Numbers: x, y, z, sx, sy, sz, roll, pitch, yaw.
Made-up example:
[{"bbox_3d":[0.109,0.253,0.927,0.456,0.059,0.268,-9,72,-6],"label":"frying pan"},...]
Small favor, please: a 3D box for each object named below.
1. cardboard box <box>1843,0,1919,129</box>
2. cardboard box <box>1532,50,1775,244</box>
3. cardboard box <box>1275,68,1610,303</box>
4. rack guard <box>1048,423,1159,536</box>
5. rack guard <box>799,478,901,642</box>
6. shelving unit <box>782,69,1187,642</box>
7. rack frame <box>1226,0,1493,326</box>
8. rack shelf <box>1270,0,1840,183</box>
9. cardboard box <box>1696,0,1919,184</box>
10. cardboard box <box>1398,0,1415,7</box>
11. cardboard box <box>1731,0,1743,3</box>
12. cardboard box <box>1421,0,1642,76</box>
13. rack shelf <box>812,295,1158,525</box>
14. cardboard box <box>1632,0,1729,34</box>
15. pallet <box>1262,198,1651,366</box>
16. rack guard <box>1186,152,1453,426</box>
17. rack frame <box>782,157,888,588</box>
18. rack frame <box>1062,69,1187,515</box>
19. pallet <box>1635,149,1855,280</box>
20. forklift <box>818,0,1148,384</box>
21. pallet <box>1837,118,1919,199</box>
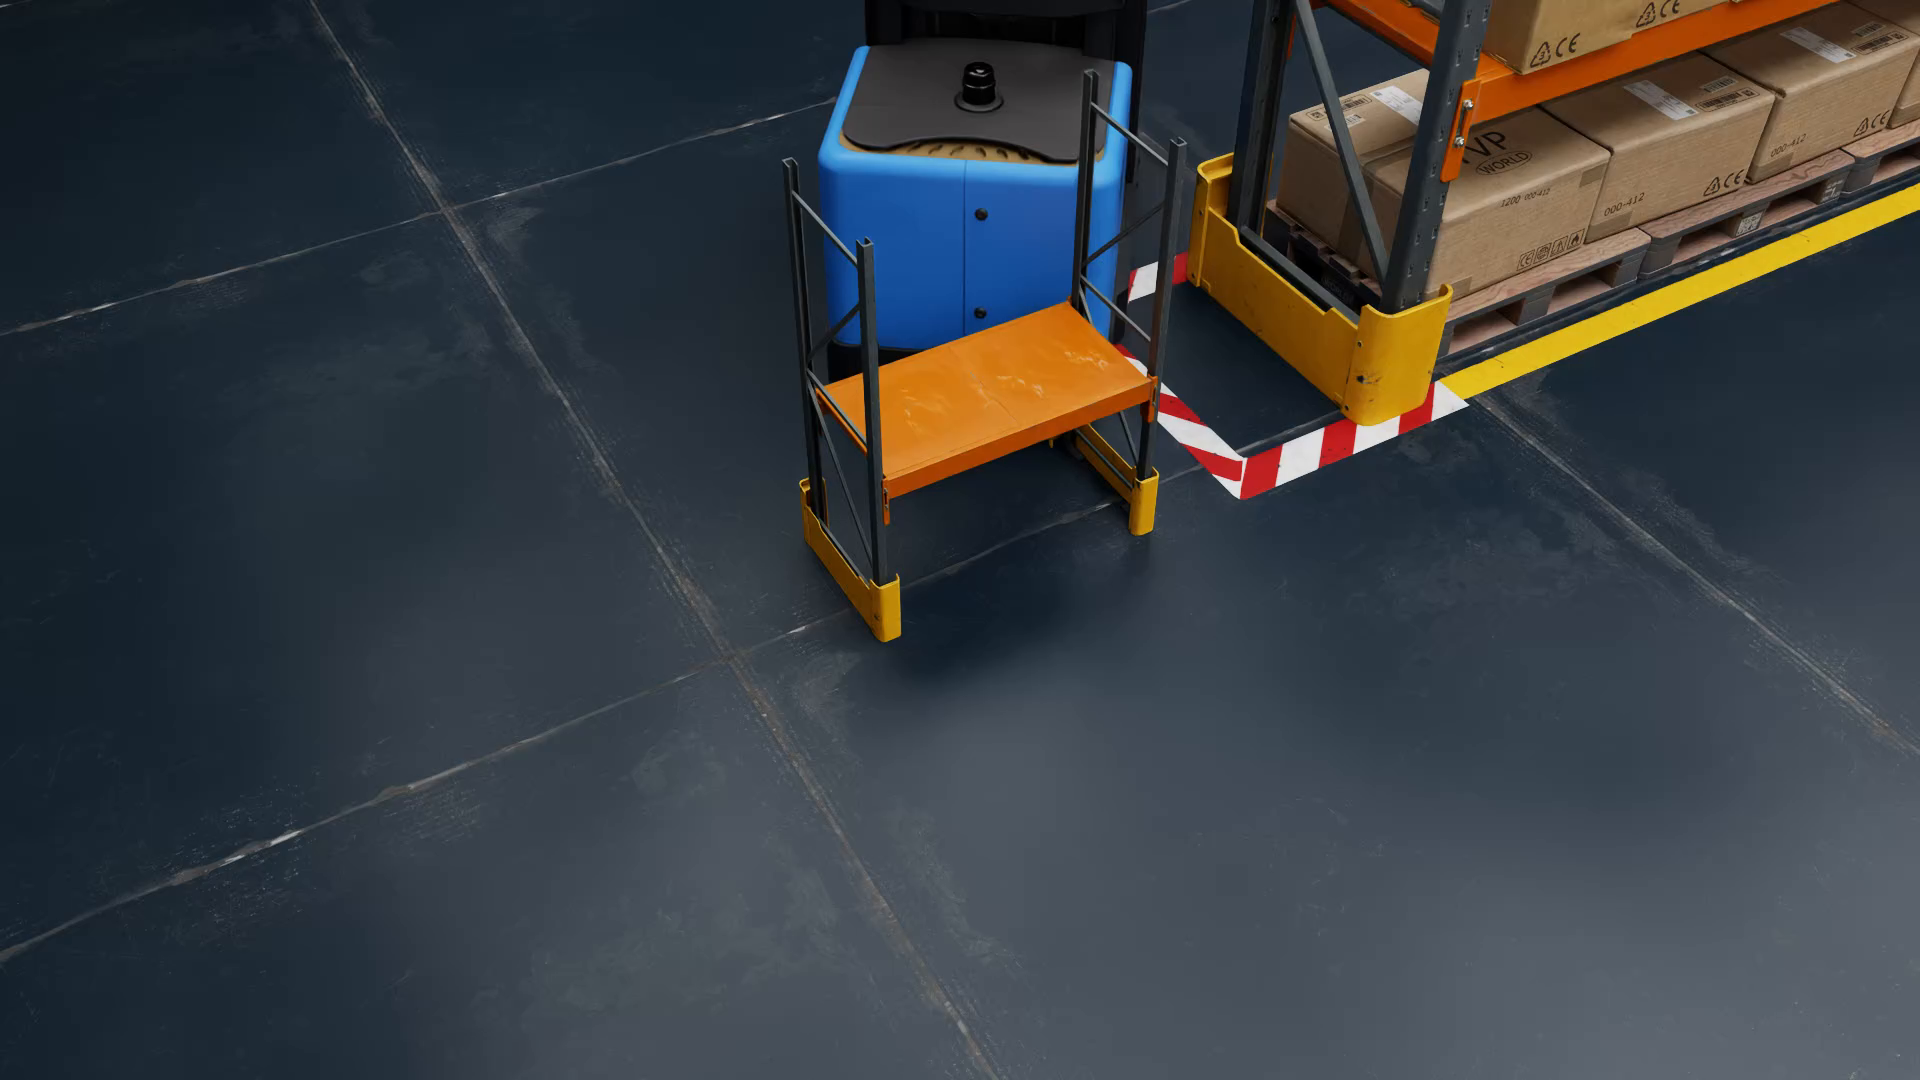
[{"bbox_3d":[4.240,-2.369,7.576,0.875,0.438,0.875,-22,48,-21],"label":"cardboard box"},{"bbox_3d":[2.682,-1.747,6.934,0.875,0.438,0.875,-21,48,-20],"label":"cardboard box"},{"bbox_3d":[1.892,-1.424,6.602,0.875,0.438,0.875,-23,49,-22],"label":"cardboard box"},{"bbox_3d":[0.498,-0.289,5.868,0.087,0.250,0.587,-22,48,-21],"label":"rack guard"},{"bbox_3d":[-0.366,0.057,5.512,0.087,0.250,0.587,-22,48,-21],"label":"rack guard"},{"bbox_3d":[0.066,-0.565,5.255,1.083,1.500,0.587,-22,48,-21],"label":"shelving unit"},{"bbox_3d":[1.370,-1.903,5.558,0.127,3.000,1.000,-22,48,-21],"label":"rack frame"},{"bbox_3d":[3.104,-2.339,6.523,4.000,0.370,1.077,-22,48,-21],"label":"rack shelf"},{"bbox_3d":[3.464,-2.059,7.255,0.875,0.438,0.875,-23,49,-22],"label":"cardboard box"},{"bbox_3d":[1.656,-2.267,5.860,0.500,0.500,0.500,-22,48,-21],"label":"cardboard box"},{"bbox_3d":[2.804,-2.290,5.884,0.500,0.500,0.500,-22,48,-21],"label":"cardboard box"},{"bbox_3d":[1.929,-1.933,5.516,0.500,0.500,0.500,-22,48,-21],"label":"cardboard box"},{"bbox_3d":[0.074,-0.439,5.383,1.000,0.185,0.538,-22,48,-21],"label":"rack shelf"},{"bbox_3d":[2.354,-2.125,5.714,0.500,0.500,0.500,-22,48,-21],"label":"cardboard box"},{"bbox_3d":[2.024,-1.227,6.863,1.213,0.211,1.003,-22,48,-21],"label":"pallet"},{"bbox_3d":[1.349,-0.998,6.420,0.348,0.500,1.175,-22,48,-21],"label":"rack guard"},{"bbox_3d":[-0.367,-0.391,5.076,0.032,1.500,0.500,-22,48,-21],"label":"rack frame"},{"bbox_3d":[0.515,-0.744,5.440,0.032,1.500,0.500,-22,48,-21],"label":"rack frame"},{"bbox_3d":[3.081,-1.648,7.297,1.213,0.211,1.003,-22,48,-21],"label":"pallet"},{"bbox_3d":[0.208,-2.539,6.261,1.130,2.935,3.031,5,44,5],"label":"forklift"},{"bbox_3d":[4.140,-2.074,7.736,1.213,0.211,1.003,-22,48,-21],"label":"pallet"}]
